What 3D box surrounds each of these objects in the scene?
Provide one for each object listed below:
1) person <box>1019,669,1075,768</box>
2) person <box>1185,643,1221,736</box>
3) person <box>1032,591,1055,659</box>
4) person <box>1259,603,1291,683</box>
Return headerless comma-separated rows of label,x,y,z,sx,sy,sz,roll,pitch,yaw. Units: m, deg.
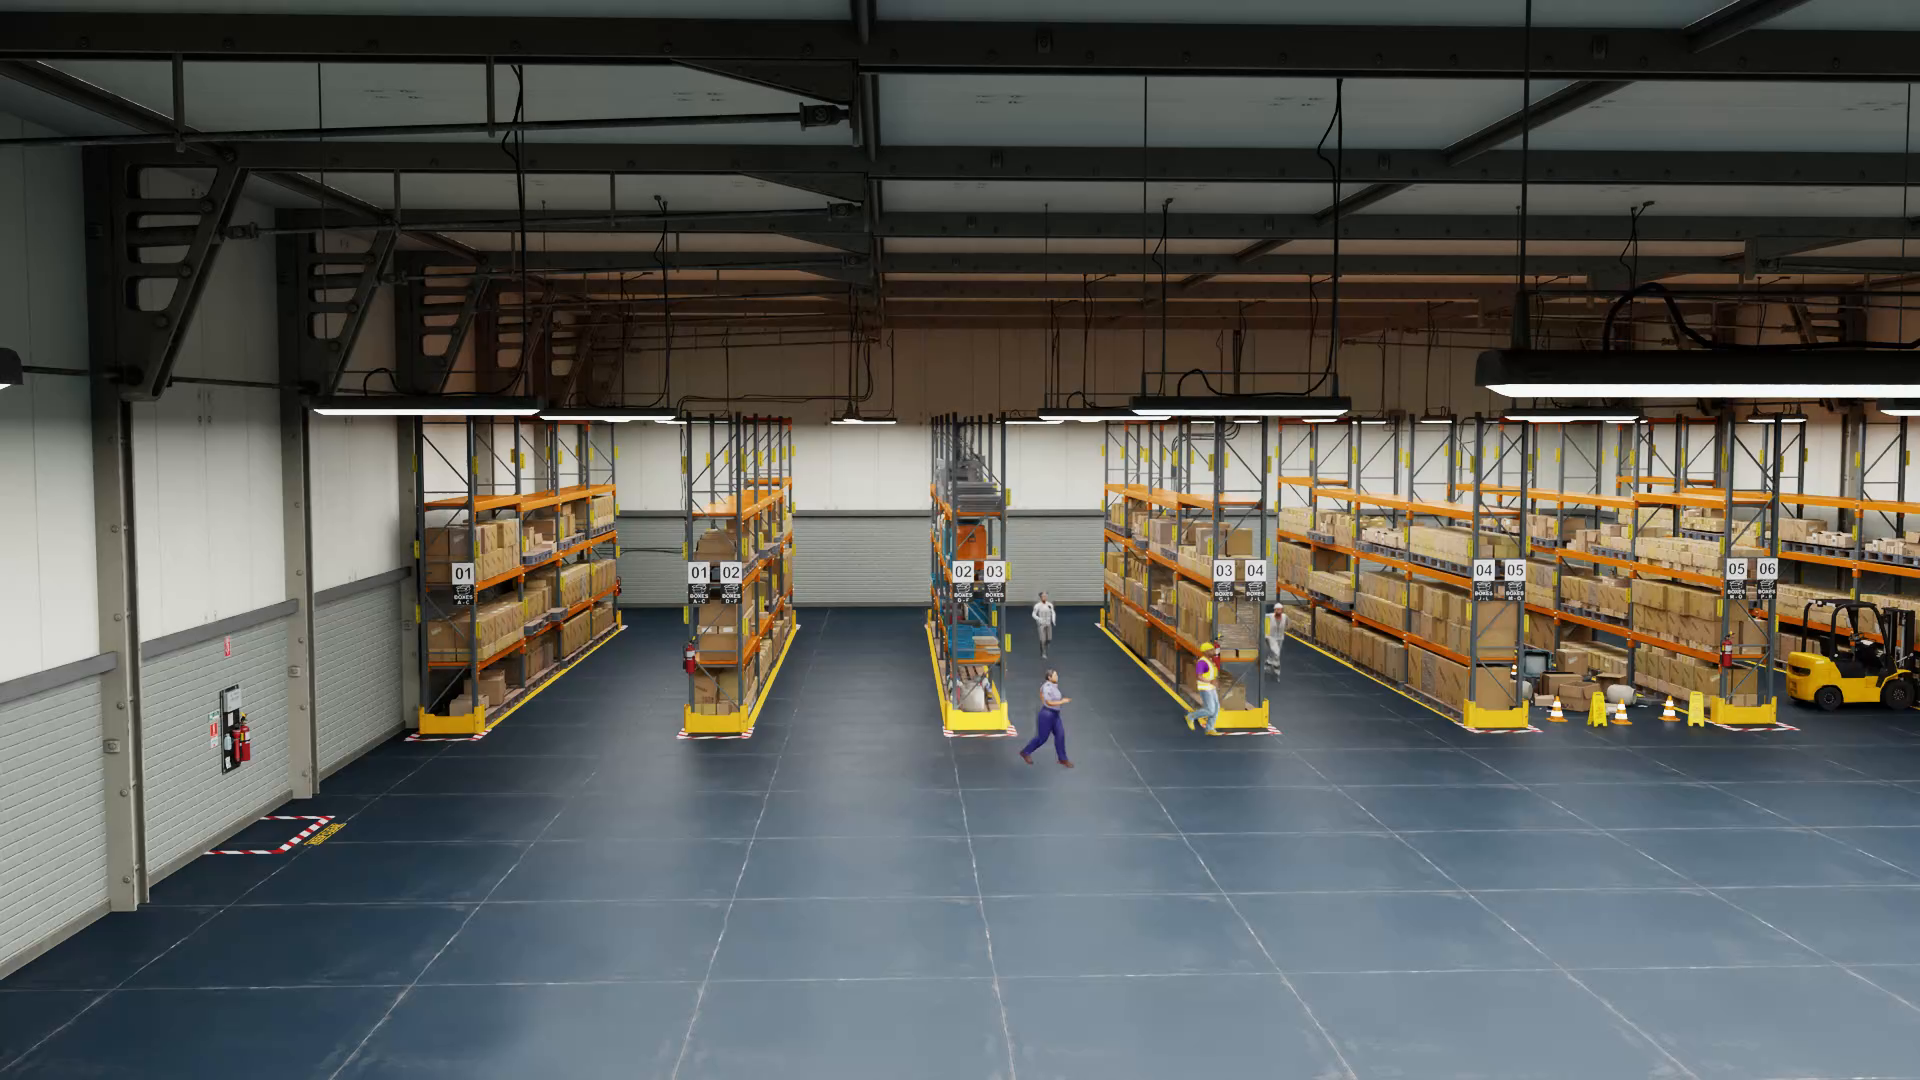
person,1.469,2.986,27.869,0.933,1.639,0.598,1,4,18
person,4.539,2.760,30.839,0.686,1.728,0.699,2,4,25
person,2.068,2.070,40.582,0.612,1.658,0.524,-1,4,-11
person,7.110,2.294,37.617,0.651,1.790,0.983,-1,4,-15
